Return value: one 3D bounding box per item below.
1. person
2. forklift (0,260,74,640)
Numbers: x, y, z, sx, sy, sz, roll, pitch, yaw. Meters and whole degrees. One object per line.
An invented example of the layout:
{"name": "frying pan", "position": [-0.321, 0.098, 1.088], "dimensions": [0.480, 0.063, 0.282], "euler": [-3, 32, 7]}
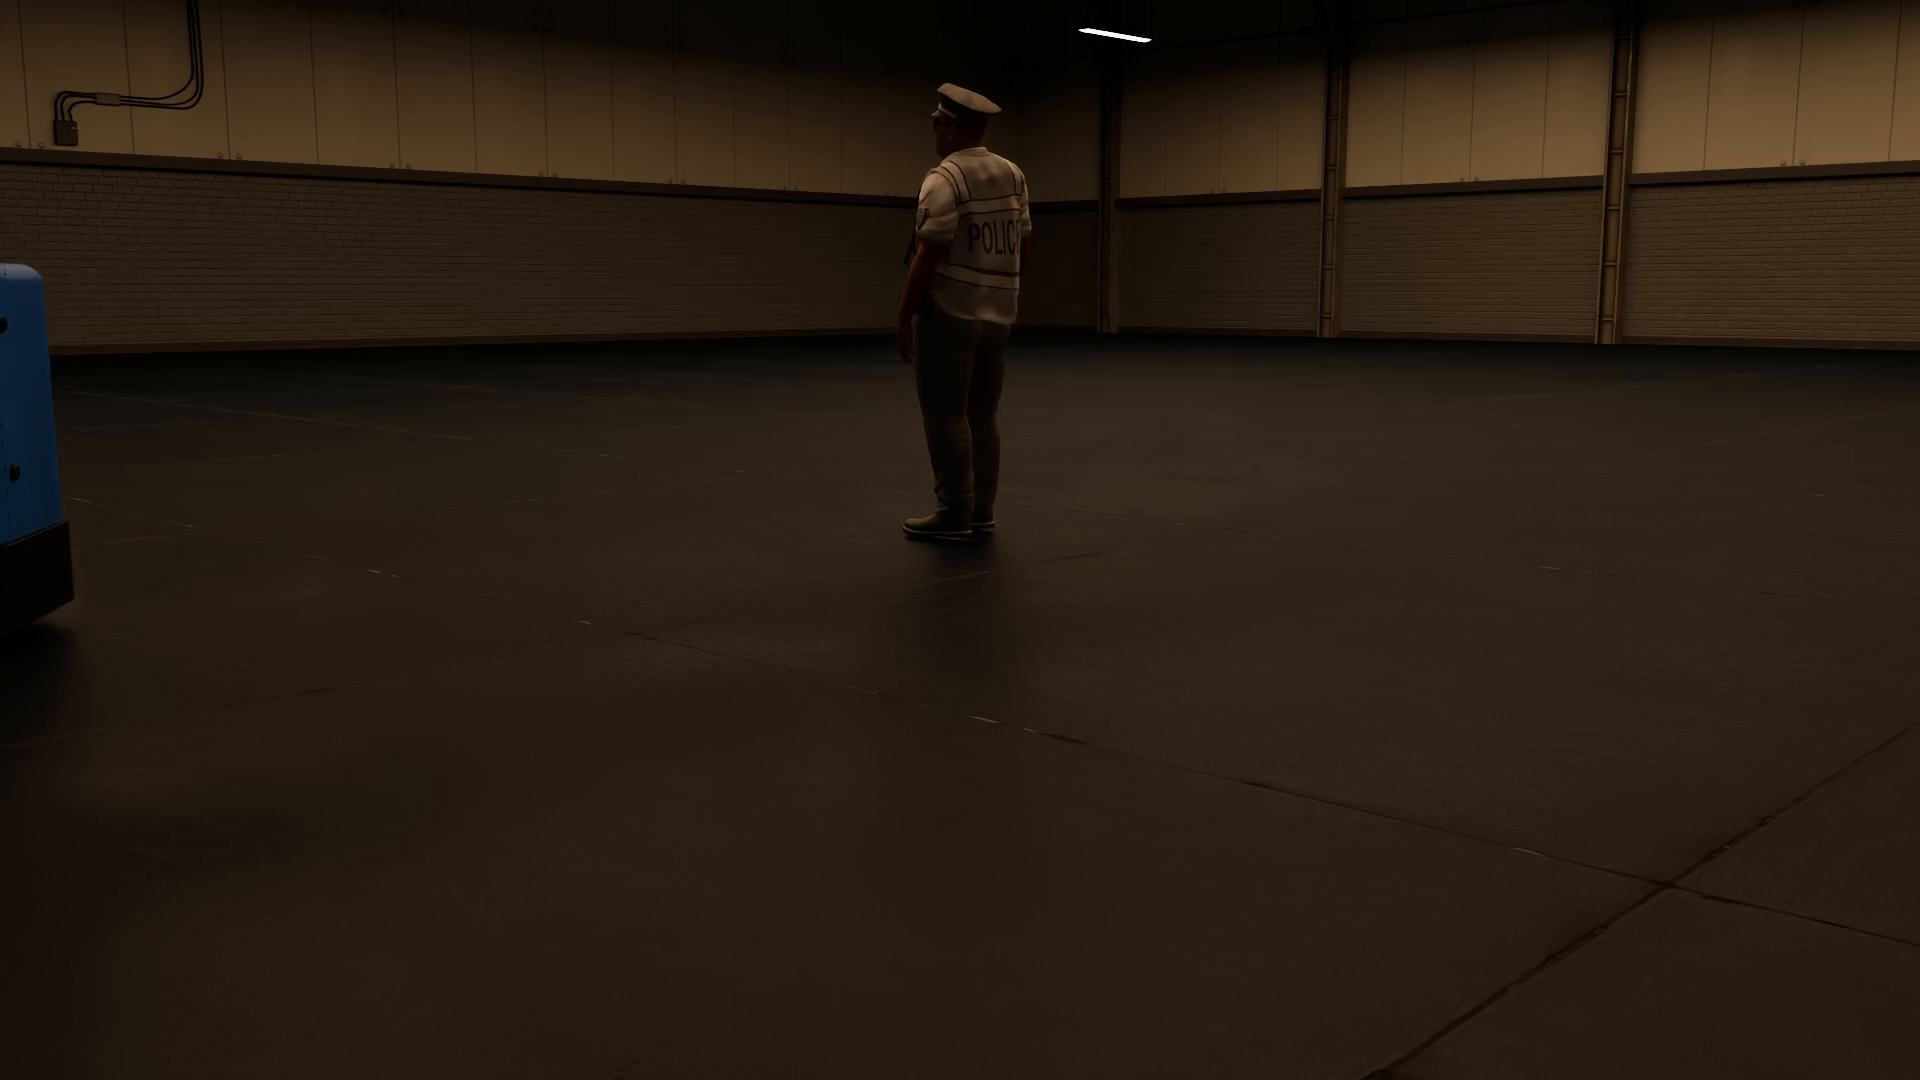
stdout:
{"name": "person", "position": [-0.047, -0.897, 6.646], "dimensions": [0.575, 1.781, 0.640], "euler": [8, 12, 43]}
{"name": "forklift", "position": [-4.090, -1.092, 4.125], "dimensions": [3.031, 2.935, 1.130], "euler": [-2, 9, -11]}
